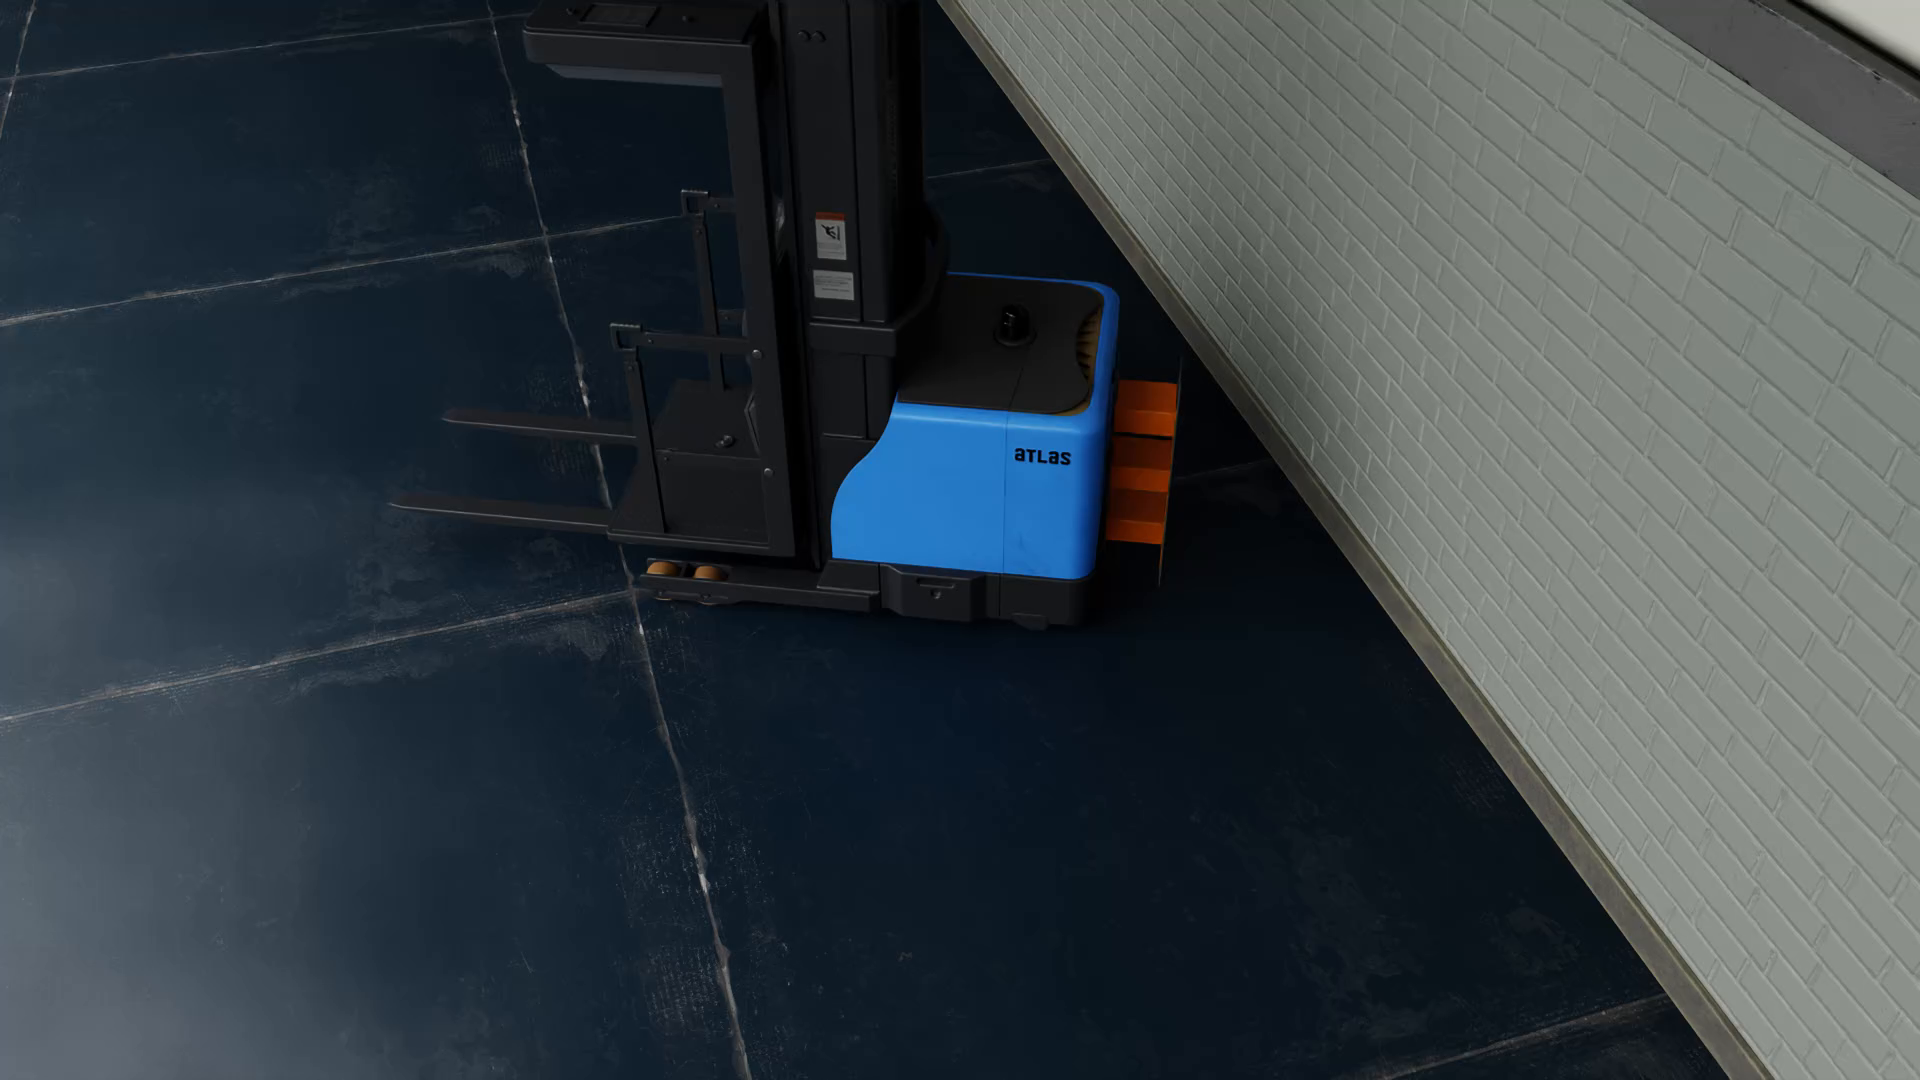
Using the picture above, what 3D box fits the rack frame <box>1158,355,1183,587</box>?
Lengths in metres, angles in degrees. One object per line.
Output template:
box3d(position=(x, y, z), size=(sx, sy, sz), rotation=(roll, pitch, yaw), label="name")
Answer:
box3d(position=(0.853, -0.262, 6.752), size=(0.008, 1.050, 0.200), rotation=(5, 41, 6), label="rack frame")

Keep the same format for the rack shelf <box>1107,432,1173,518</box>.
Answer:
box3d(position=(0.732, -0.265, 6.772), size=(0.240, 0.259, 0.215), rotation=(5, 41, 6), label="rack shelf")

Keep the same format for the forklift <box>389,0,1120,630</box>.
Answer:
box3d(position=(-0.892, -1.171, 6.363), size=(3.031, 2.935, 1.130), rotation=(5, 41, 6), label="forklift")

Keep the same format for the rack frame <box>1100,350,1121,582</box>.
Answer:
box3d(position=(0.611, -0.284, 6.777), size=(0.008, 1.050, 0.200), rotation=(5, 41, 6), label="rack frame")

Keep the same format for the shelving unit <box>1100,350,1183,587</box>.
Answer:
box3d(position=(0.732, -0.273, 6.765), size=(0.252, 1.050, 0.215), rotation=(5, 41, 6), label="shelving unit")

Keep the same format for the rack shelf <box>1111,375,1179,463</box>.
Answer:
box3d(position=(0.732, -0.479, 6.585), size=(0.240, 0.259, 0.215), rotation=(5, 41, 6), label="rack shelf")

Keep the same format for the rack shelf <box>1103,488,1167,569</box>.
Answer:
box3d(position=(0.732, -0.056, 6.954), size=(0.240, 0.259, 0.215), rotation=(5, 41, 6), label="rack shelf")
